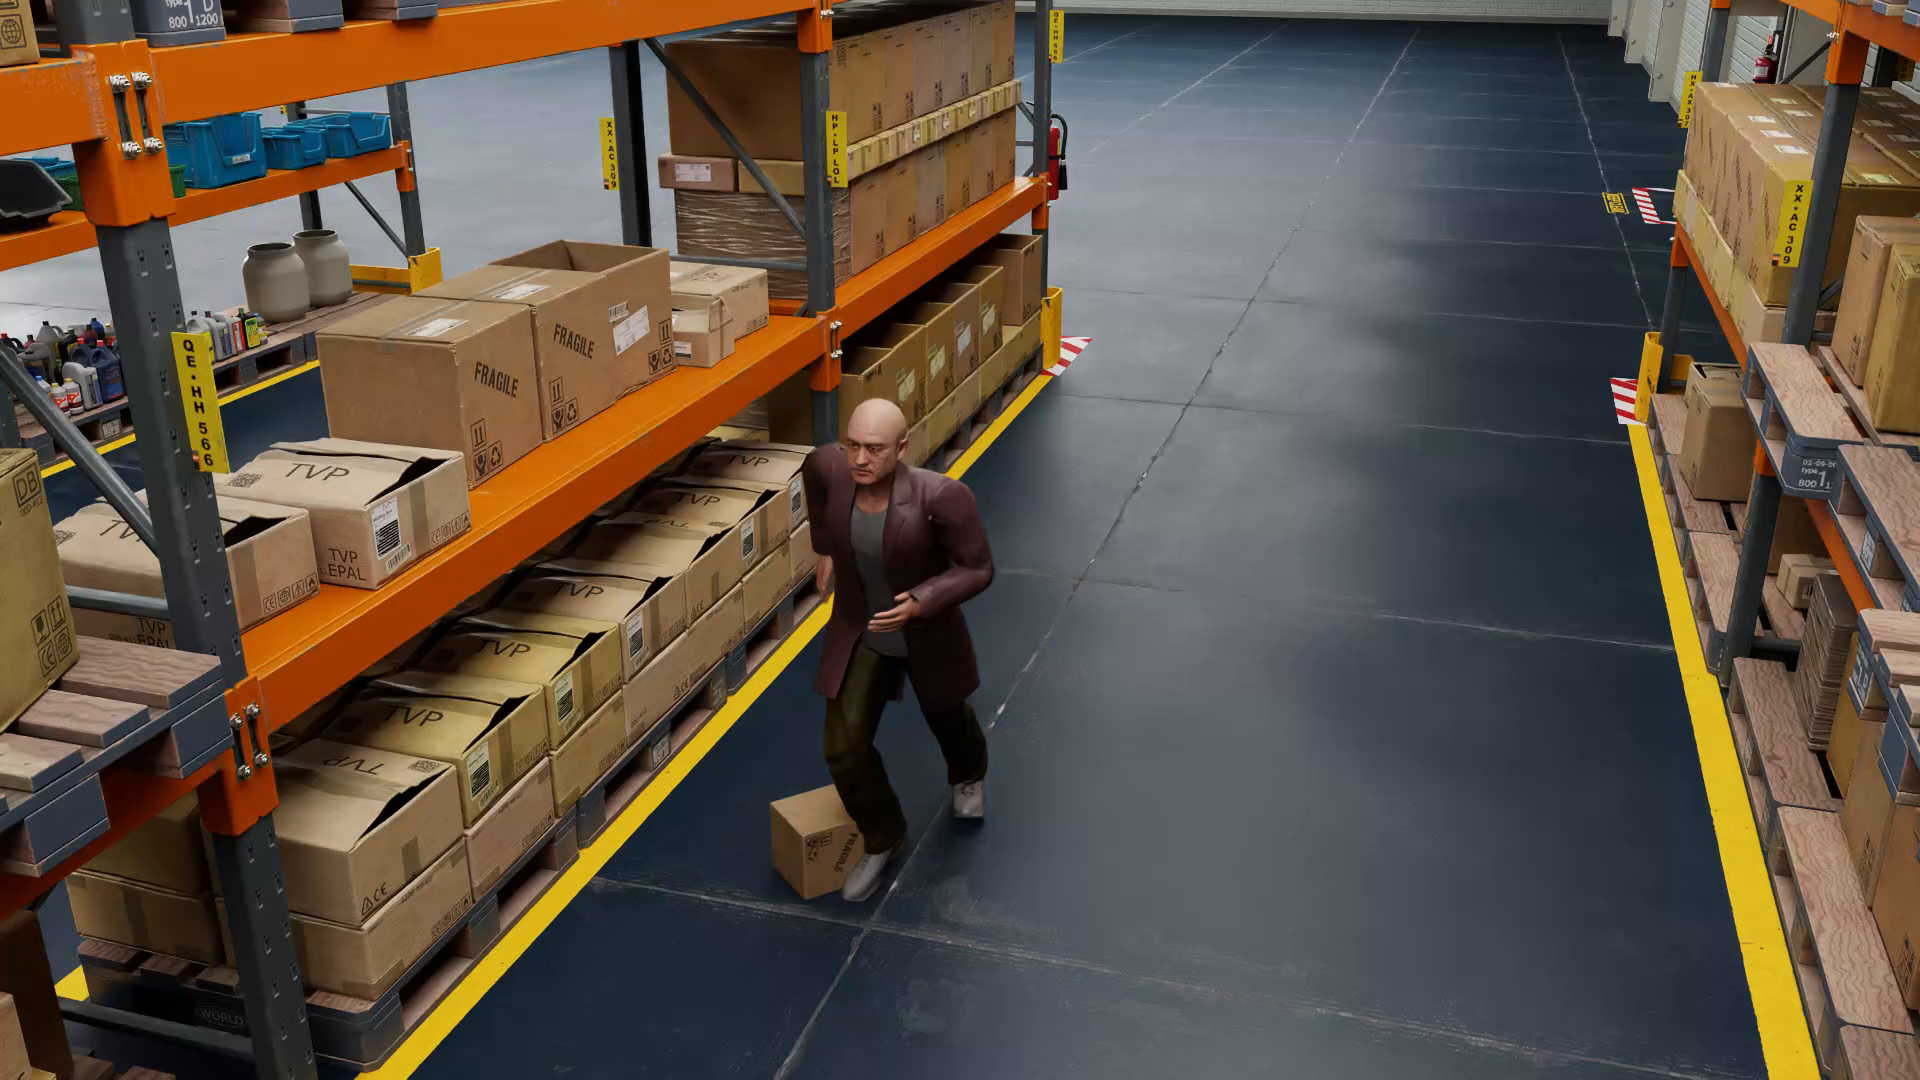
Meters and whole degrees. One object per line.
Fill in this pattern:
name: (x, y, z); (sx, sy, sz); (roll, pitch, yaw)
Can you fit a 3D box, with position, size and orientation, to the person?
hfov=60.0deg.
person: (-0.200, 0.300, 5.448); (0.692, 1.722, 1.044); (4, 22, 11)
